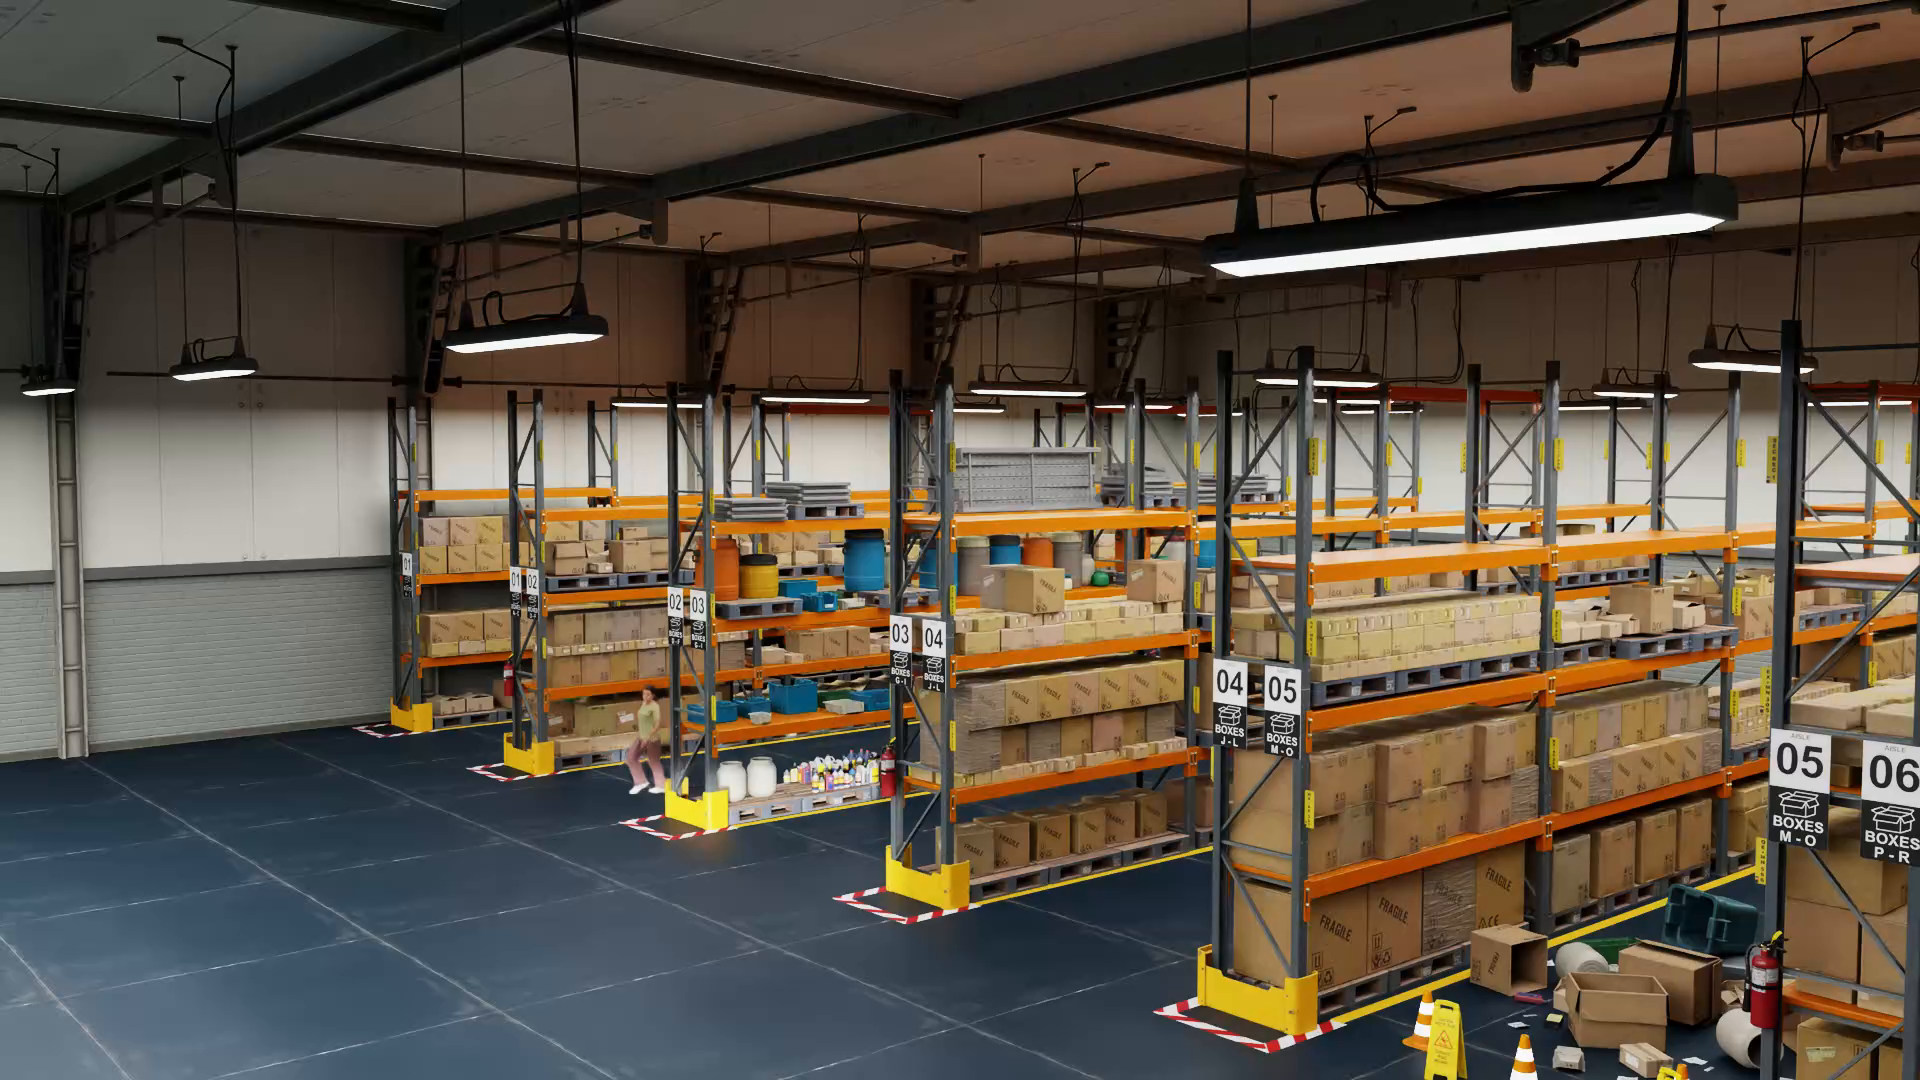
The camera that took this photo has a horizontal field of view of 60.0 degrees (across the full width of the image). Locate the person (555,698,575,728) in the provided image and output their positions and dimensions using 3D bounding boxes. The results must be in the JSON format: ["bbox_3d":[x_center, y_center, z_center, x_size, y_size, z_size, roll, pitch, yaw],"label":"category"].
[{"bbox_3d":[-6.896,2.602,29.209,0.651,1.734,0.627,1,4,21],"label":"person"}]

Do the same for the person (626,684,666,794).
[{"bbox_3d":[-4.514,2.906,24.221,0.577,1.639,0.613,3,5,44],"label":"person"}]
